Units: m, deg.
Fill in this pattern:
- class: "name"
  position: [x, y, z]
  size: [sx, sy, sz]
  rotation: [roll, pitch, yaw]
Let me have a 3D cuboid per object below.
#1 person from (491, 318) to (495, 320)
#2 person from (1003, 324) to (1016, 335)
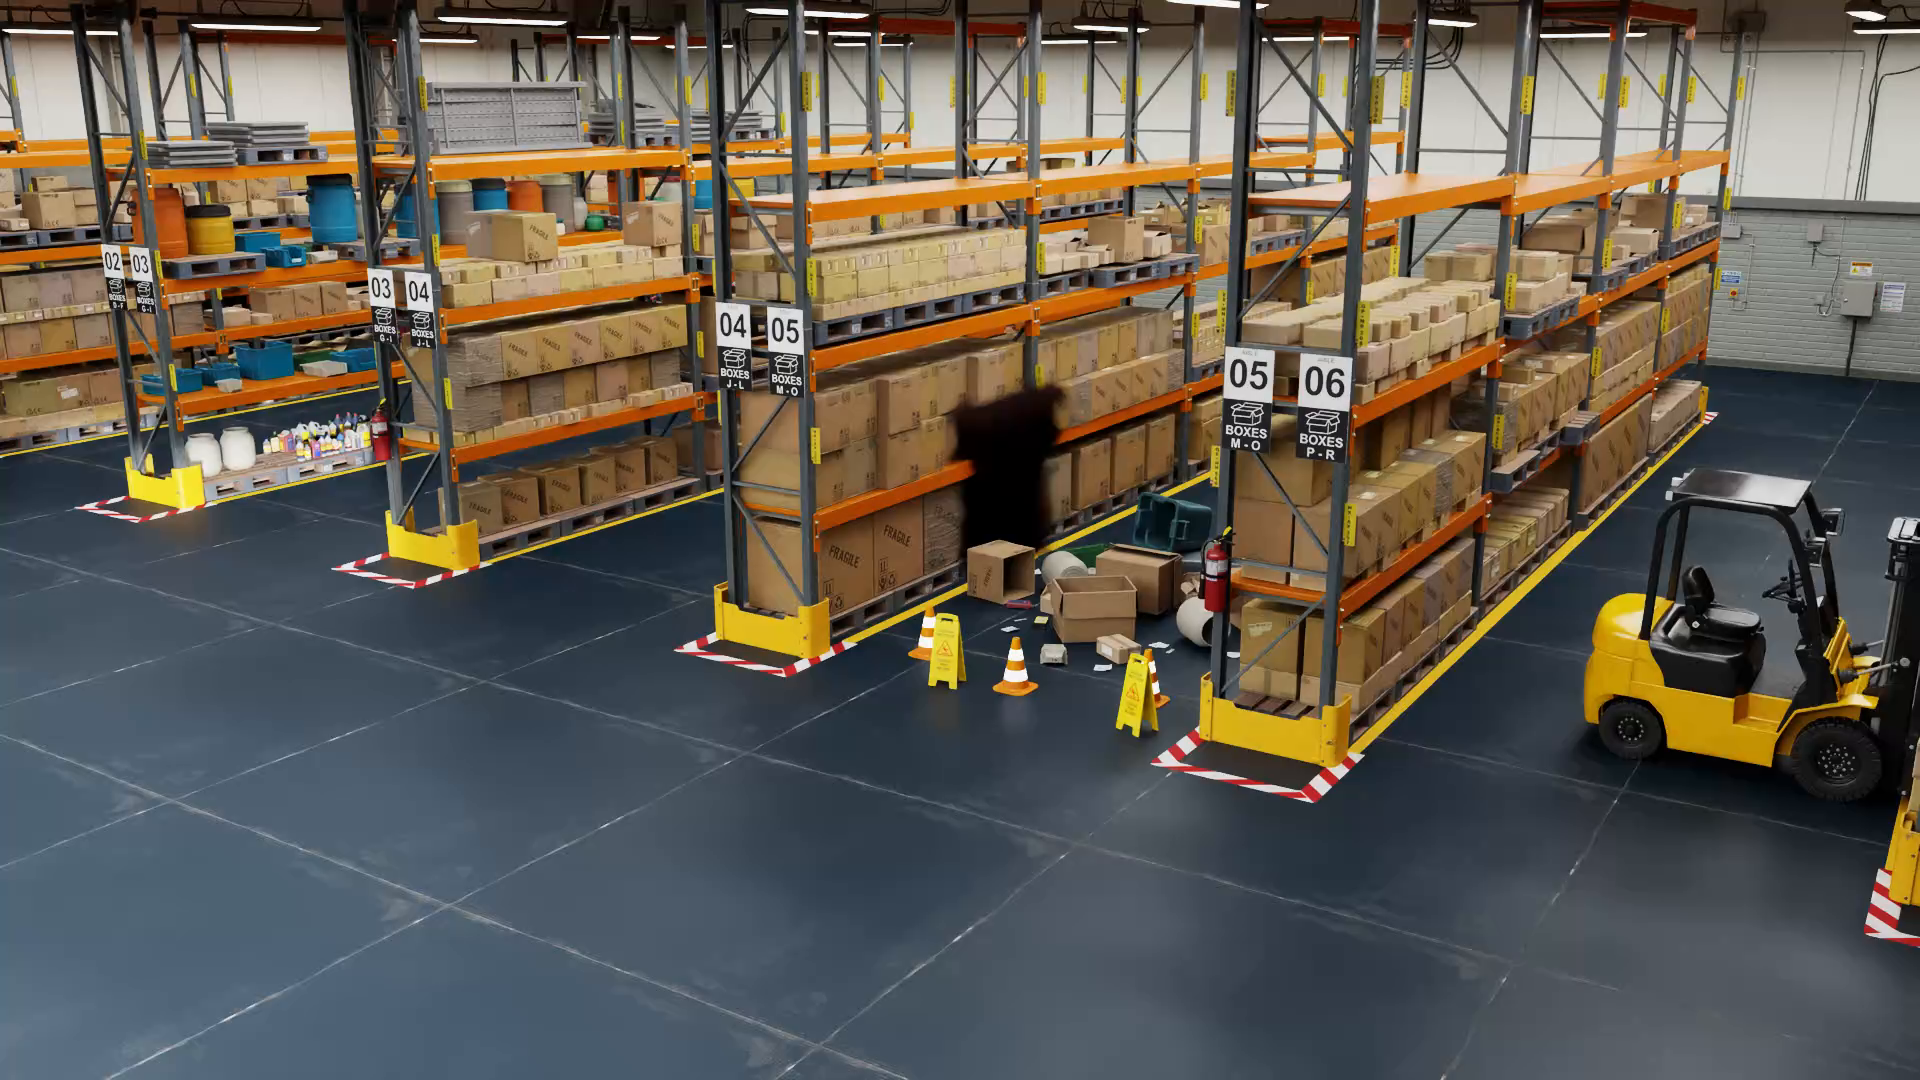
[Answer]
- class: "person"
  position: [-7.232, -2.969, 26.521]
  size: [0.402, 1.791, 0.605]
  rotation: [3, 16, 11]
- class: "person"
  position: [0.733, -2.501, 25.153]
  size: [0.444, 1.629, 1.004]
  rotation: [12, 19, 36]
